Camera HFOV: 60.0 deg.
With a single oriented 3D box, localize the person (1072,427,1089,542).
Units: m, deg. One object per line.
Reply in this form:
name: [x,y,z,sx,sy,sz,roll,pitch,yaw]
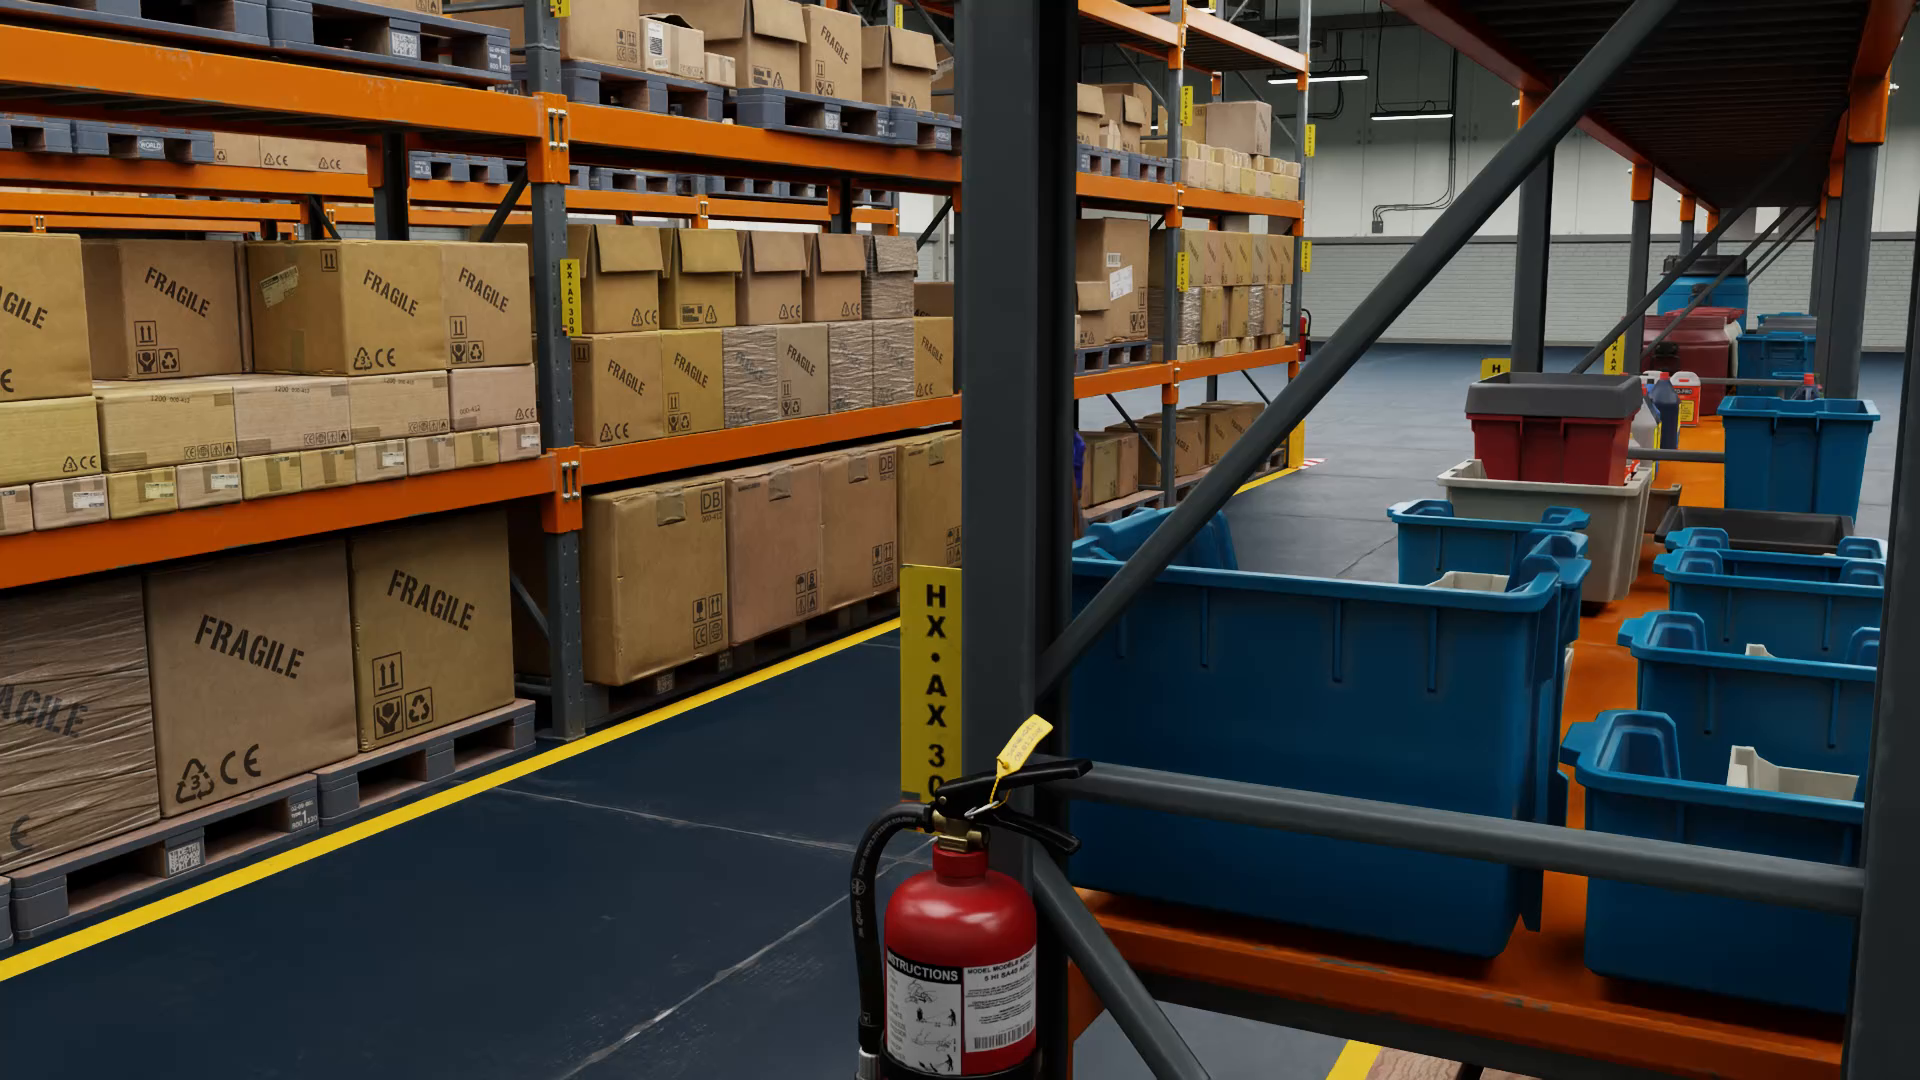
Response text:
person: [0.549,-0.119,8.661,0.777,1.625,0.474,-3,10,-19]
